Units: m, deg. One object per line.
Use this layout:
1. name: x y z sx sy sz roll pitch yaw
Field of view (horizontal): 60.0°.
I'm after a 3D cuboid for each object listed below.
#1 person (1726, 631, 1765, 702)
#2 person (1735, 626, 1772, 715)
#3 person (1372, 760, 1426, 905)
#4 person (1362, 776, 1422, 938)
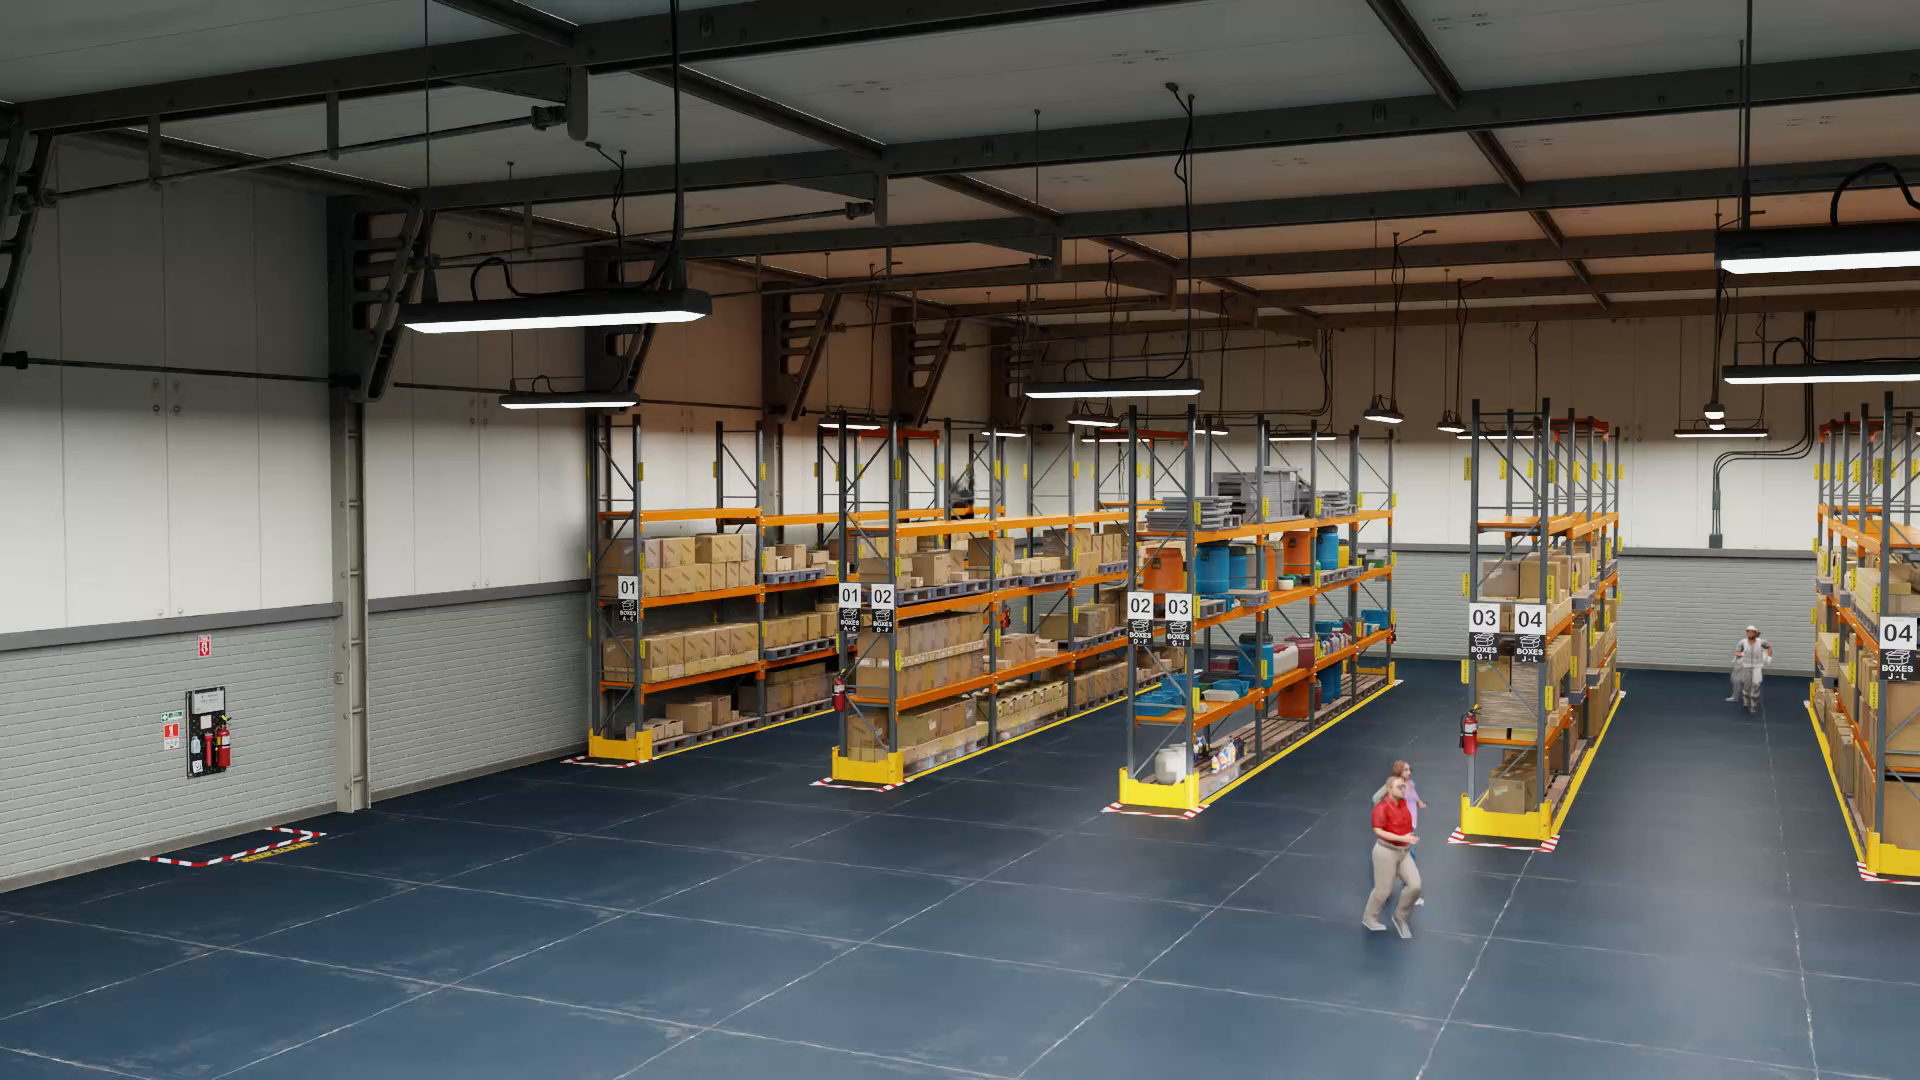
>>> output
1. person: 16.994 2.708 35.991 0.596 1.607 0.678 -1 2 -19
2. person: 16.480 2.691 34.557 0.675 1.832 0.925 1 3 30
3. person: 5.156 3.383 19.485 0.517 1.630 0.784 -2 3 -37
4. person: 4.675 3.429 17.854 0.677 1.795 0.741 -2 3 -36
